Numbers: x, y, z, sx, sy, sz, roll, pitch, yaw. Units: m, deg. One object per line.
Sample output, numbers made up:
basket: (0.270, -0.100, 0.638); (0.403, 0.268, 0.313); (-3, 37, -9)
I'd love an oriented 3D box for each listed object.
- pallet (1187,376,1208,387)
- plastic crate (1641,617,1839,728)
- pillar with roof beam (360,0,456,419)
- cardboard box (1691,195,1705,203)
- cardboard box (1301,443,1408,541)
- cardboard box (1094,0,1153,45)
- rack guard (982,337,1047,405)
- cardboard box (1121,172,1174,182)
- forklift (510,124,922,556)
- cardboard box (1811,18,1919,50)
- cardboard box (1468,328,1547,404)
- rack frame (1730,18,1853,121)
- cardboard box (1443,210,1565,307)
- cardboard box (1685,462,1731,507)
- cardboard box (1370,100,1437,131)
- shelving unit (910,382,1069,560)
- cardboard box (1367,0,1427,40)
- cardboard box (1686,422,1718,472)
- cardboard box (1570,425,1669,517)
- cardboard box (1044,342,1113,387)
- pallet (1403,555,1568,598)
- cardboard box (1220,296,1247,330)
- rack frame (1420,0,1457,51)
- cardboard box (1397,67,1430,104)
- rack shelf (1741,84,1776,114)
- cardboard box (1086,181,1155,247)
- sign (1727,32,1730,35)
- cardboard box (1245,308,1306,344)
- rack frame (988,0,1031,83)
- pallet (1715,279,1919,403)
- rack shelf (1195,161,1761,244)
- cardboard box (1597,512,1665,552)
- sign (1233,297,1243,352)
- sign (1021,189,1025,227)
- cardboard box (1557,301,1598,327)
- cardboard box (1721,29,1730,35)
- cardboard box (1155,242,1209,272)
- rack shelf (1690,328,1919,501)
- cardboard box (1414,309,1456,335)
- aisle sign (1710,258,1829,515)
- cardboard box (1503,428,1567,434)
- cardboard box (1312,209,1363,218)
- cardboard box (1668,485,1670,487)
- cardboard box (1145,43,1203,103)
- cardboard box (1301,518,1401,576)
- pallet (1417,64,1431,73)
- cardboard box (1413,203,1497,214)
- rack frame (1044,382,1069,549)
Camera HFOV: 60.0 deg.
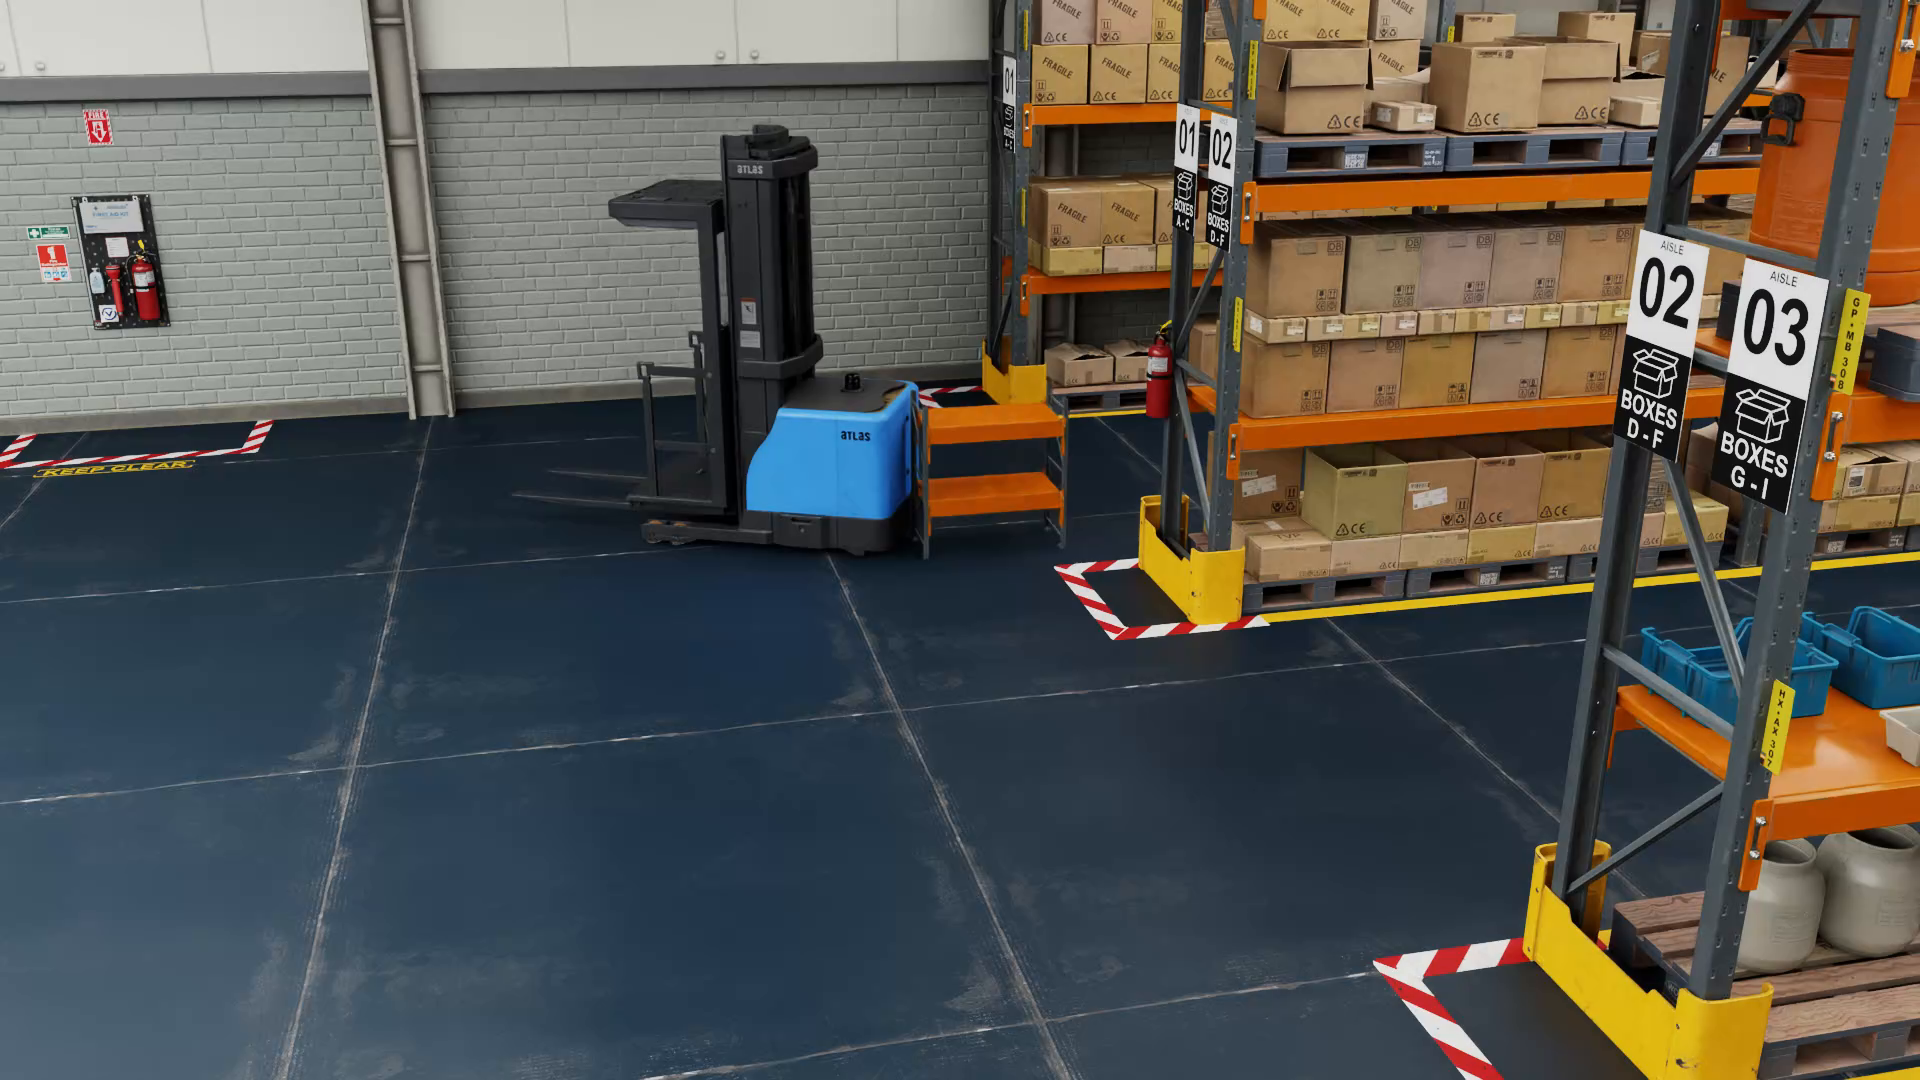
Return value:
pallet: (2.492, -1.564, 16.277); (1.213, 0.211, 1.003); (-5, 21, -12)
plastic crate: (3.132, 0.527, 6.731); (0.616, 0.251, 0.499); (-5, 21, -12)
pillar with roof beam: (-3.932, -3.965, 10.057); (0.400, 9.000, 9.100); (-5, 21, -12)
cardboard box: (7.227, -3.512, 16.757); (0.500, 0.500, 0.700); (-7, 21, -18)
cardboard box: (2.637, -0.328, 11.145); (0.500, 0.500, 0.500); (-5, 21, -12)
cardboard box: (1.365, -4.626, 14.592); (0.500, 0.500, 0.500); (-5, 21, -13)
rack guard: (0.508, -1.552, 15.824); (0.348, 0.500, 1.175); (-5, 21, -12)
cardboard box: (1.838, -3.198, 15.782); (0.500, 0.500, 0.500); (-5, 21, -14)
forklift: (-1.867, -1.508, 12.171); (3.031, 2.935, 1.130); (4, 21, 12)
cardboard box: (6.080, -3.301, 11.121); (0.500, 0.500, 0.500); (-4, 21, -12)
cardboard box: (3.541, -1.265, 11.260); (0.500, 0.500, 0.700); (-4, 21, -11)
rack frame: (5.471, -4.195, 10.684); (0.127, 3.000, 1.000); (-5, 21, -12)
cardboard box: (3.575, -1.878, 11.048); (0.500, 0.500, 0.700); (-5, 21, -12)
cardboard box: (5.807, -0.414, 12.471); (0.500, 0.250, 0.500); (-5, 21, -13)
cardboard box: (2.763, -2.649, 10.375); (0.250, 0.149, 0.380); (-5, 21, -12)
shelving unit: (0.207, -0.510, 12.071); (1.048, 1.125, 0.538); (-4, 21, -12)
cardboard box: (3.902, -4.840, 15.177); (0.500, 0.500, 0.500); (-6, 21, -17)
cardboard box: (5.799, -0.675, 12.369); (0.500, 0.311, 0.500); (-5, 21, -12)
cardboard box: (4.580, -0.491, 11.590); (0.500, 0.500, 0.500); (-5, 21, -12)
cardboard box: (1.128, -1.688, 15.831); (0.500, 0.311, 0.500); (-7, 21, -19)
pallet: (3.497, 0.078, 11.795); (1.213, 0.211, 1.003); (-5, 21, -12)
cardboard box: (1.906, -1.507, 10.979); (0.250, 0.149, 0.380); (-5, 21, -13)
rack frame: (4.327, -5.853, 15.210); (0.127, 3.000, 1.000); (-5, 21, -12)
cardboard box: (3.179, -2.914, 10.864); (0.500, 0.311, 0.500); (-2, 20, -6)
rack shelf: (6.273, -4.265, 16.281); (4.000, 0.370, 1.077); (-5, 21, -12)
cardboard box: (1.451, -2.983, 15.197); (0.500, 0.500, 0.500); (-5, 21, -12)
sign: (5.336, -3.358, 11.550); (0.005, 0.325, 0.100); (-5, 21, -12)
cardboard box: (2.009, -1.372, 10.611); (0.250, 0.149, 0.380); (-5, 21, -13)
rack frame: (0.434, -5.536, 14.345); (0.127, 3.000, 1.000); (-5, 21, -12)
pallet: (3.542, -0.756, 5.930); (1.213, 0.211, 1.003); (-5, 21, -12)
rack shelf: (3.524, -2.290, 10.891); (4.000, 0.370, 1.077); (-5, 21, -12)
cardboard box: (4.581, -0.138, 11.717); (0.500, 0.250, 0.500); (-5, 21, -12)
sign: (1.700, -1.319, 10.180); (0.005, 0.325, 0.100); (-5, 21, -12)
sign: (0.559, -2.944, 14.732); (0.005, 0.325, 0.100); (-5, 21, -12)
cardboard box: (4.019, -1.536, 11.059); (0.250, 0.149, 0.380); (-4, 21, -11)
cardboard box: (7.466, -4.837, 16.624); (0.500, 0.500, 0.500); (-5, 21, -12)
cardboard box: (1.982, -2.675, 15.445); (0.500, 0.250, 0.500); (-5, 21, -13)
rack shelf: (4.660, -0.632, 6.364); (4.000, 0.370, 1.077); (-5, 21, -12)
cardboard box: (3.014, -1.454, 10.835); (0.250, 0.149, 0.380); (-5, 21, -14)
aisle sign: (2.711, -0.520, 5.594); (0.004, 0.787, 0.394); (-5, 21, -12)
cardboard box: (3.974, -0.625, 11.957); (0.500, 0.500, 0.500); (-5, 21, -12)
cardboard box: (3.454, -3.145, 15.637); (0.500, 0.500, 0.500); (-5, 21, -13)
cardboard box: (4.950, -0.349, 12.293); (0.500, 0.250, 0.500); (-5, 21, -12)
cardboard box: (1.853, -4.200, 14.884); (0.500, 0.500, 0.500); (-4, 20, -10)
cardboard box: (2.637, 0.024, 11.276); (0.500, 0.250, 0.500); (-5, 21, -12)
pallet: (4.952, -4.369, 15.794); (1.003, 0.211, 1.213); (-5, 21, -12)
cardboard box: (4.830, -3.318, 16.227); (0.500, 0.500, 0.700); (-5, 21, -12)
rack frame: (0.703, -0.548, 12.174); (0.032, 1.125, 0.500); (-4, 21, -12)
